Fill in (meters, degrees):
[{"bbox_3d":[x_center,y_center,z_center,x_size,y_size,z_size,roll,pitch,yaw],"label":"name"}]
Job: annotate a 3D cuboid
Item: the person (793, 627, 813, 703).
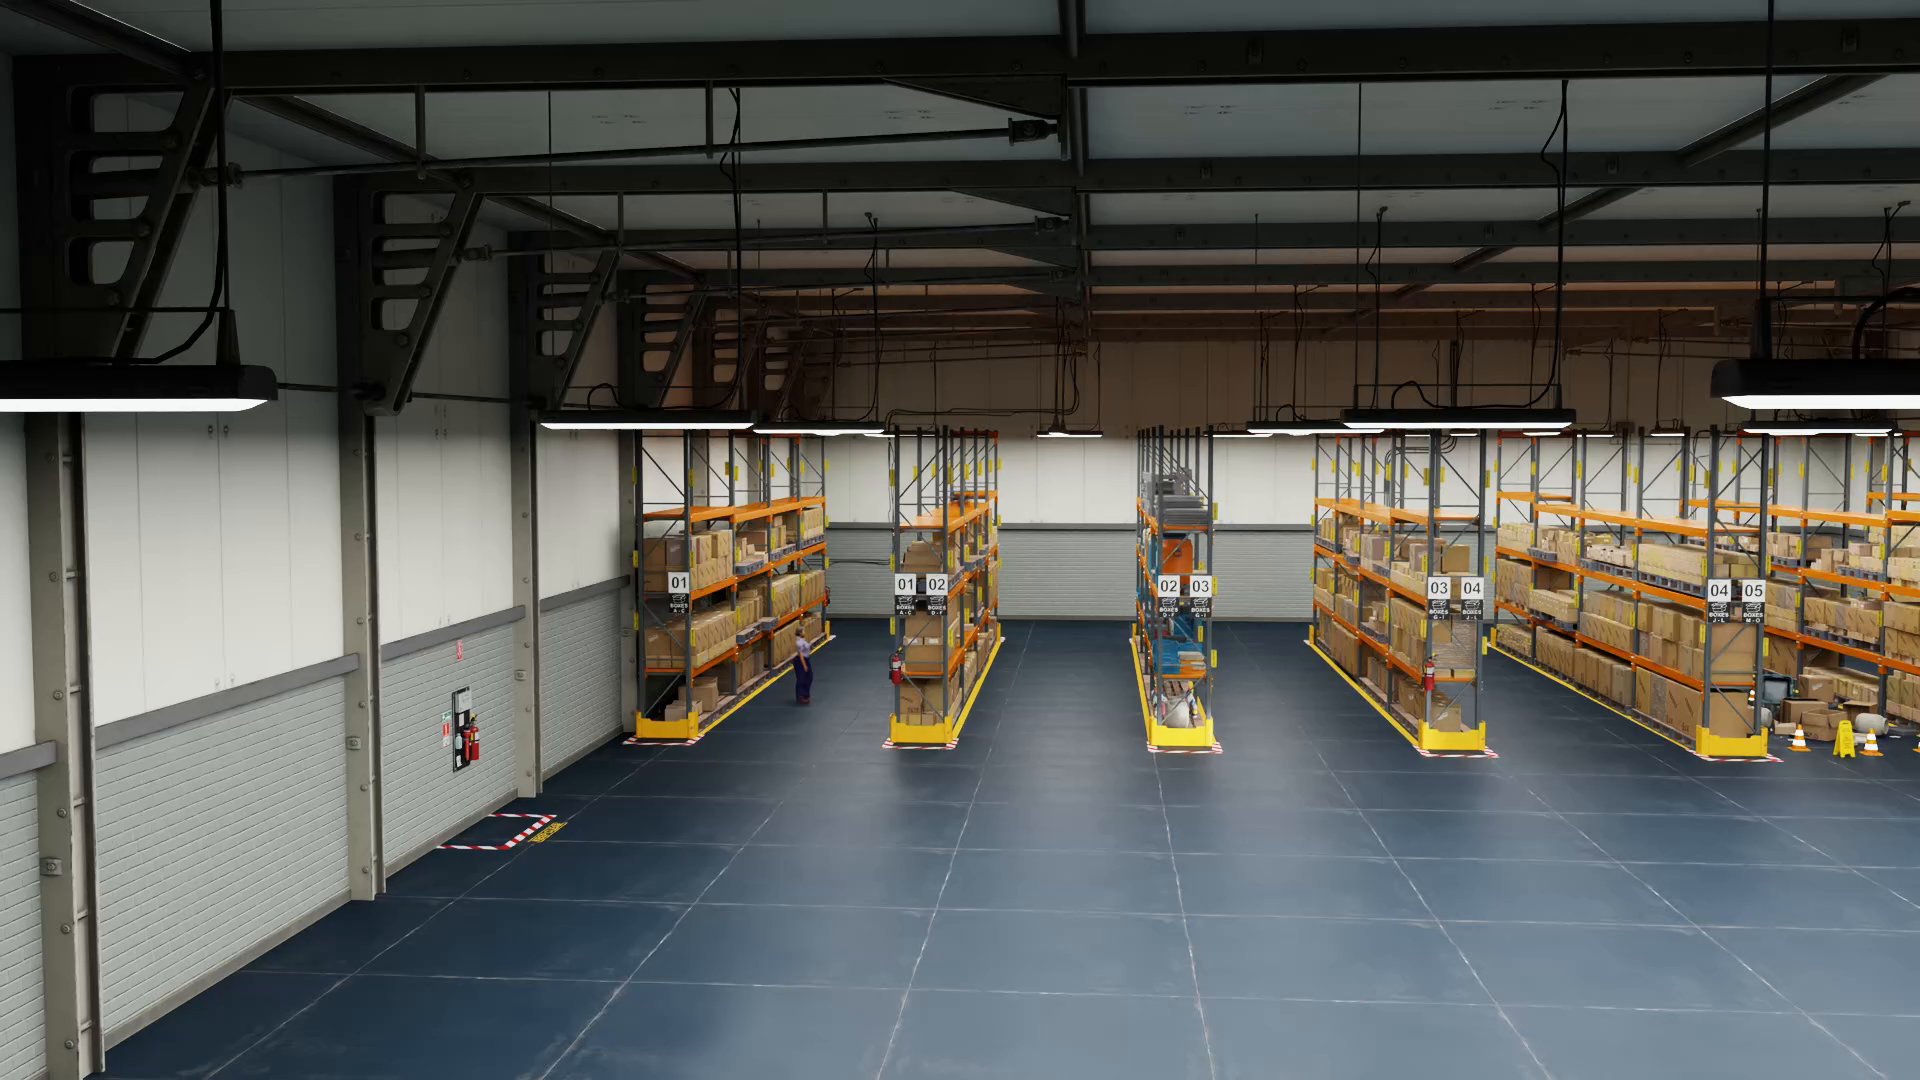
[{"bbox_3d":[-3.441,2.750,36.347,0.380,1.720,0.496,1,4,15],"label":"person"}]
